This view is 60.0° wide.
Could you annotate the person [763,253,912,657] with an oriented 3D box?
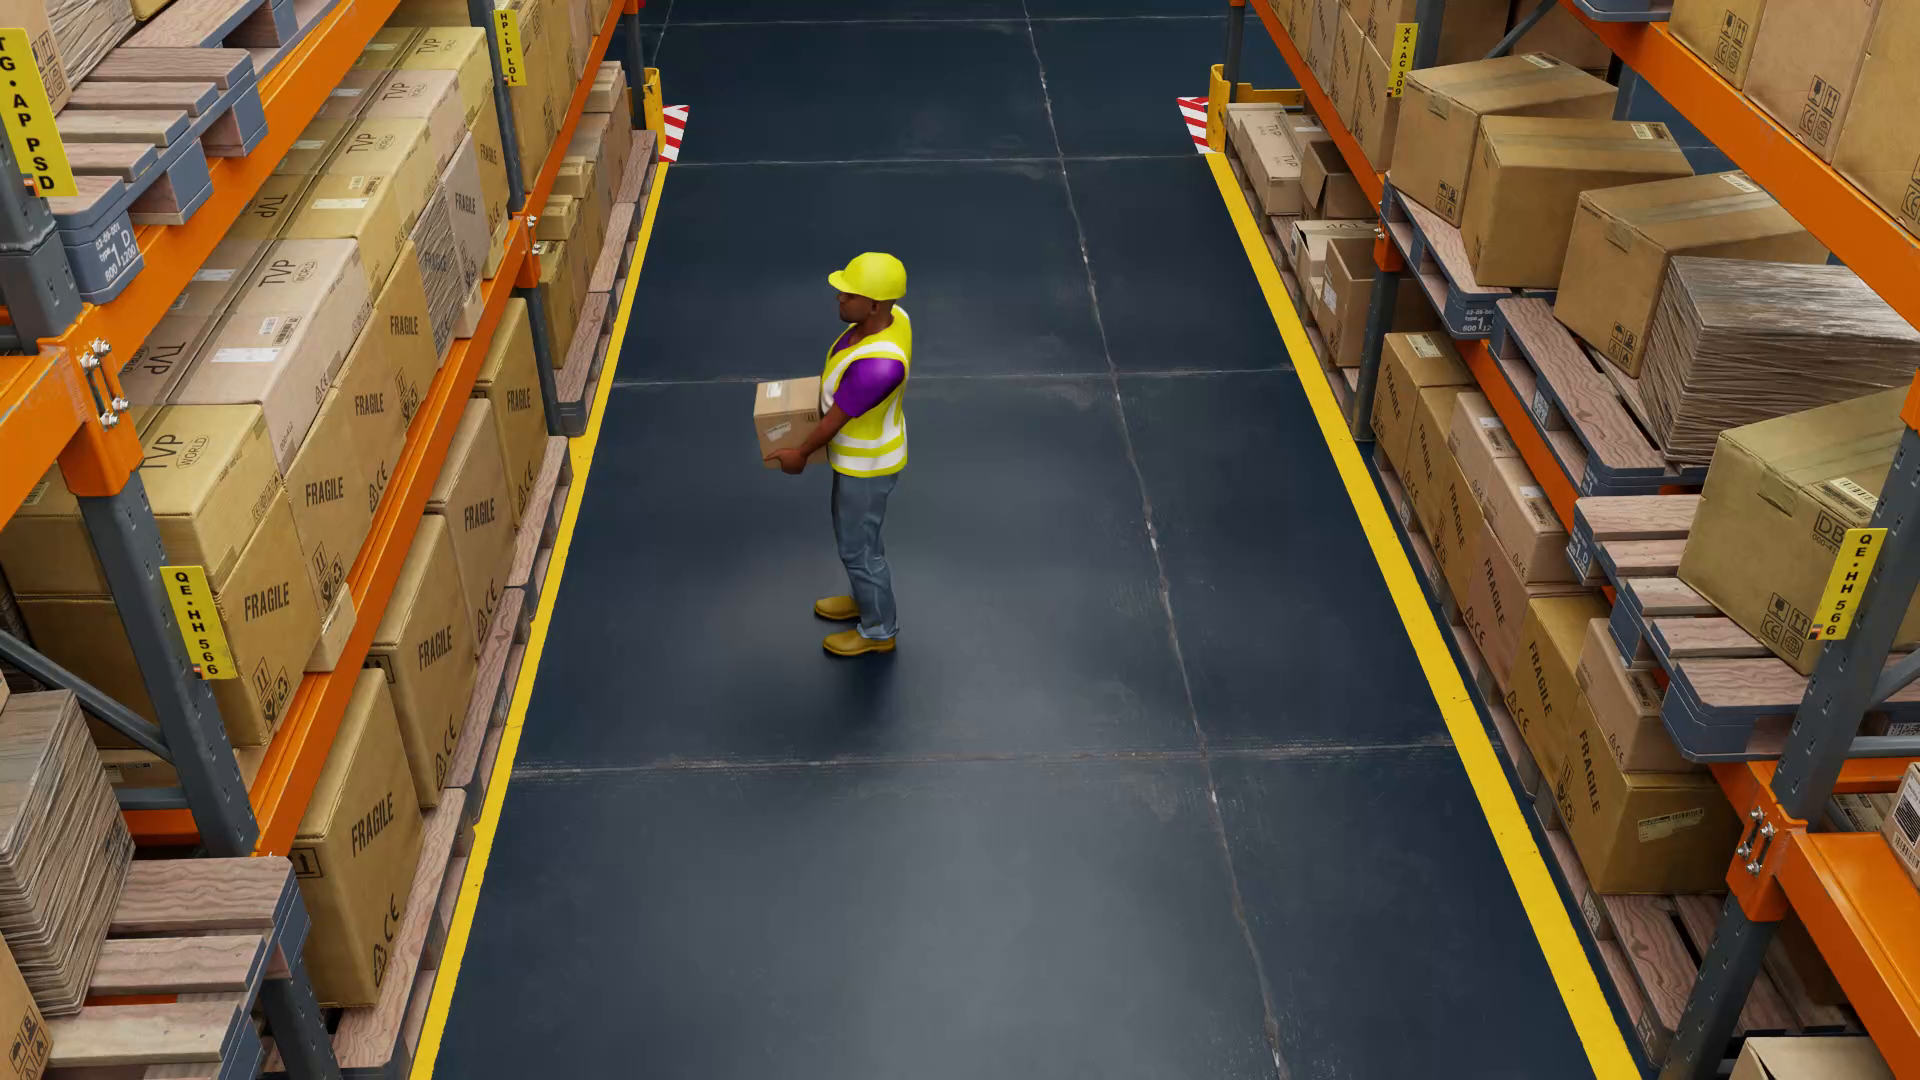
[{"bbox_3d":[-0.475,-0.330,6.601,0.584,1.760,0.503,-1,35,-1],"label":"person"}]
